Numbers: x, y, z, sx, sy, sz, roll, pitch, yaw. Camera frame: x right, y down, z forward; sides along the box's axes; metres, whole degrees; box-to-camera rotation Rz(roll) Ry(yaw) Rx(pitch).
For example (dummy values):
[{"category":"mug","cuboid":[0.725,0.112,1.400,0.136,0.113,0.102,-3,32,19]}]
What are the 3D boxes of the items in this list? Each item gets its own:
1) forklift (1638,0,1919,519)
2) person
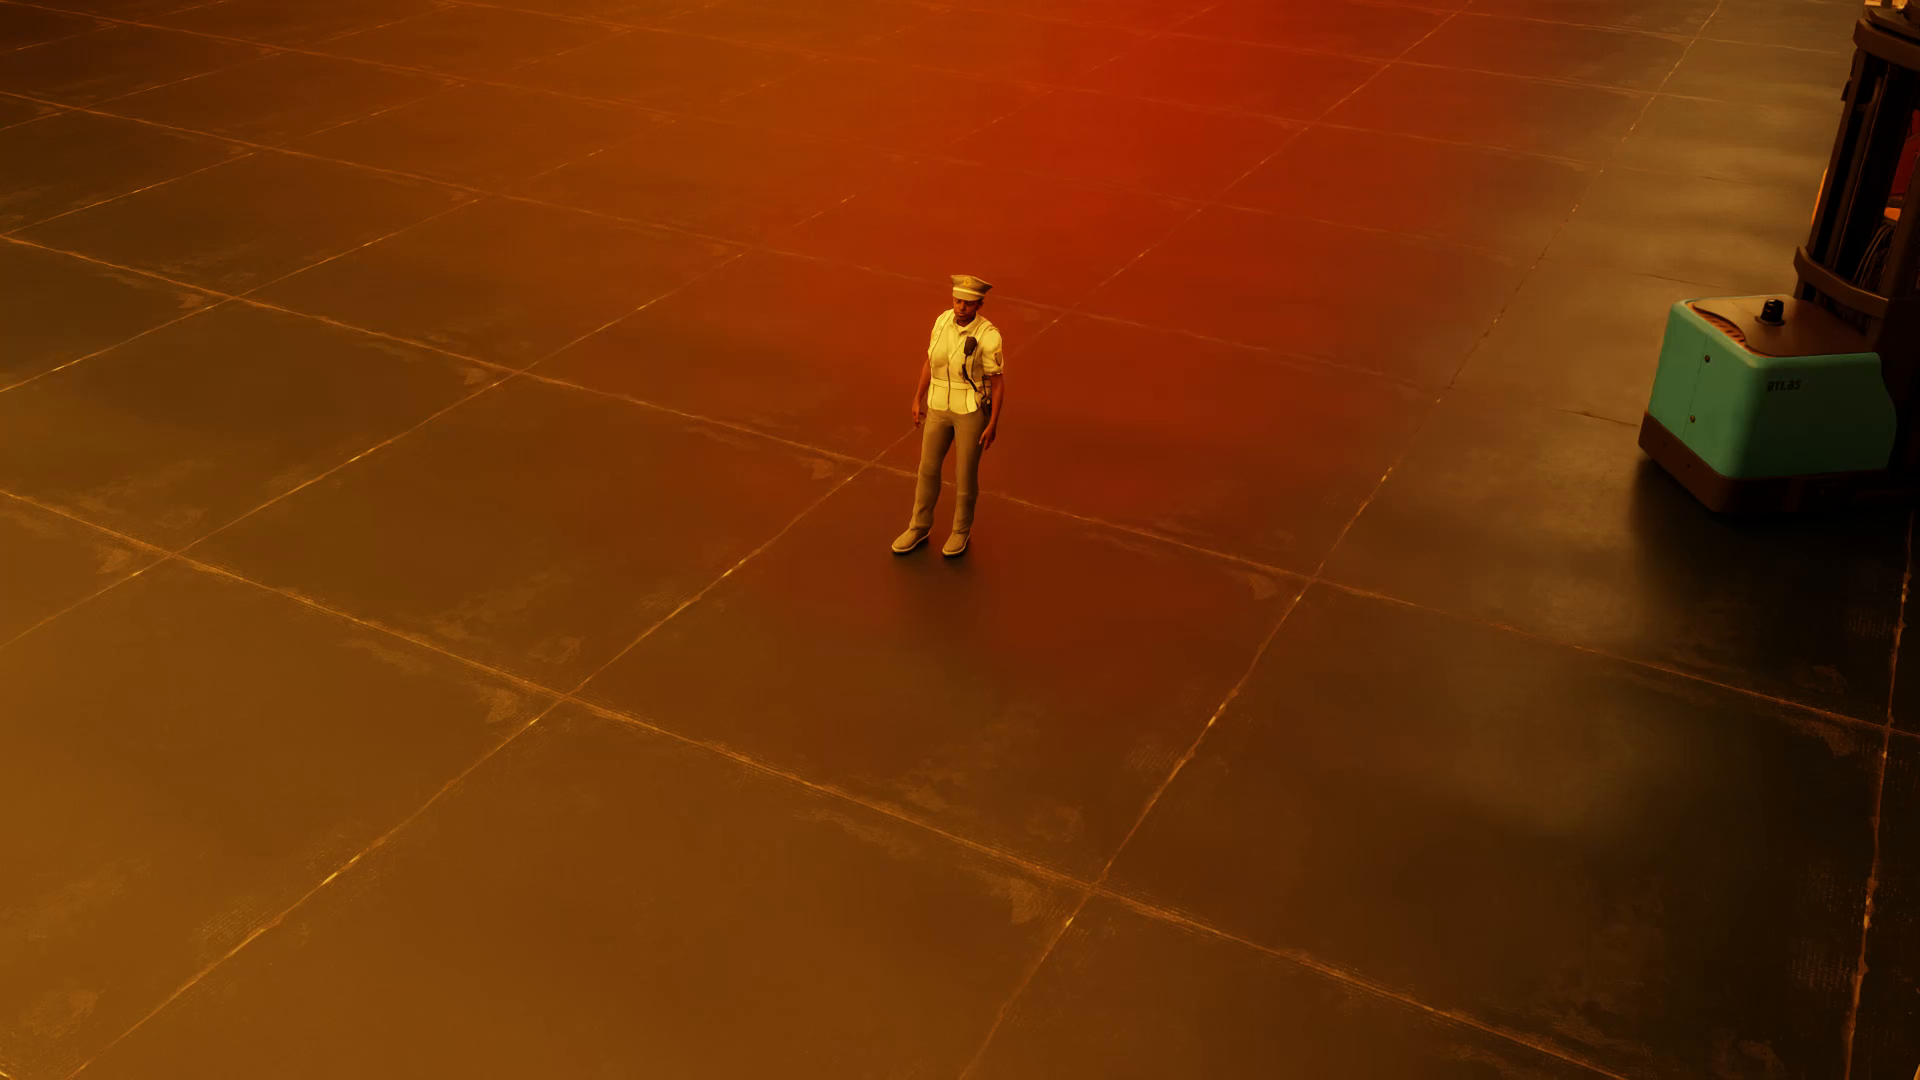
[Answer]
[{"category":"forklift","cuboid":[6.024,-1.720,10.051,3.031,2.935,1.130,-4,30,-7]},{"category":"person","cuboid":[-0.054,-0.712,9.528,0.569,1.695,0.530,15,33,25]}]
